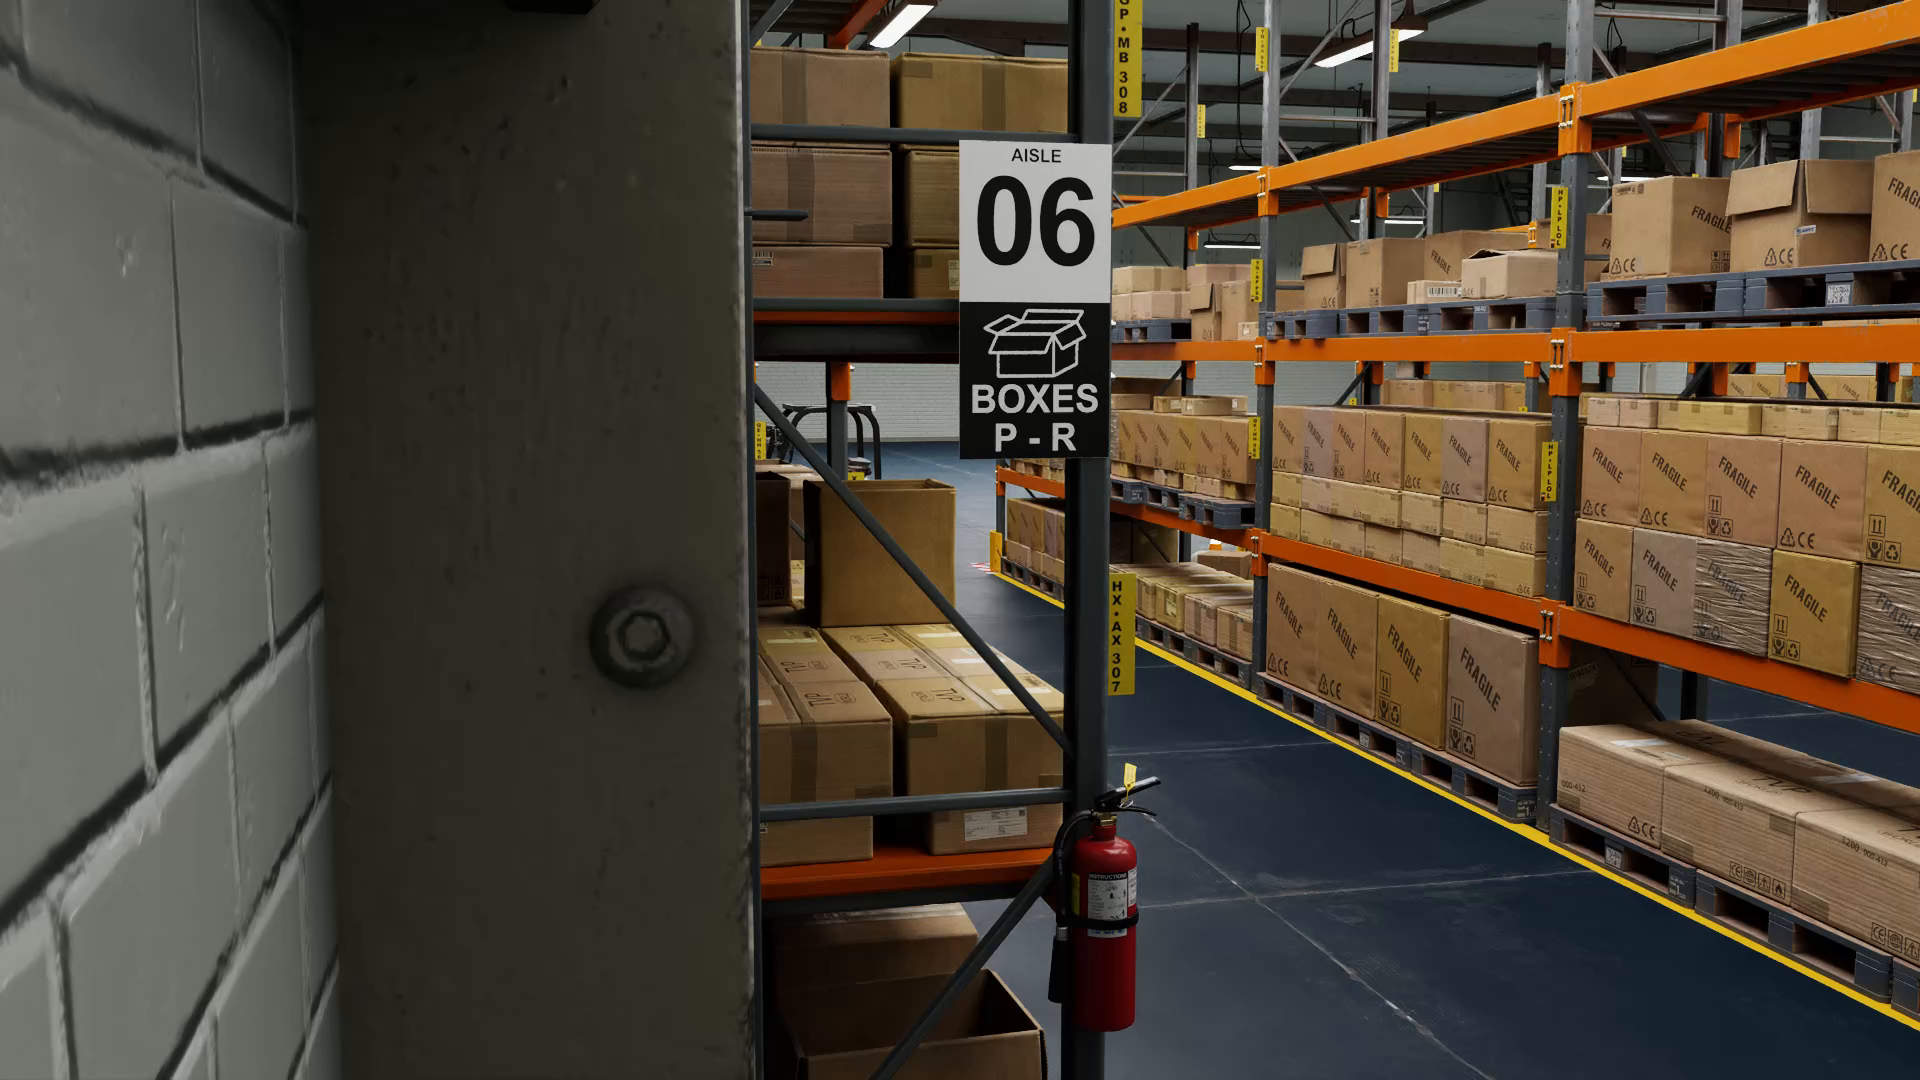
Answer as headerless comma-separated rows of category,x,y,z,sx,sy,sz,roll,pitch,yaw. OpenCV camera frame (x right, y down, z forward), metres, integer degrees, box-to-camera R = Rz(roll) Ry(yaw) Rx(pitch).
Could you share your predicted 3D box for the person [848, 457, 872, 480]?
person,-0.981,-0.015,16.986,0.374,1.662,0.528,-1,6,-13
